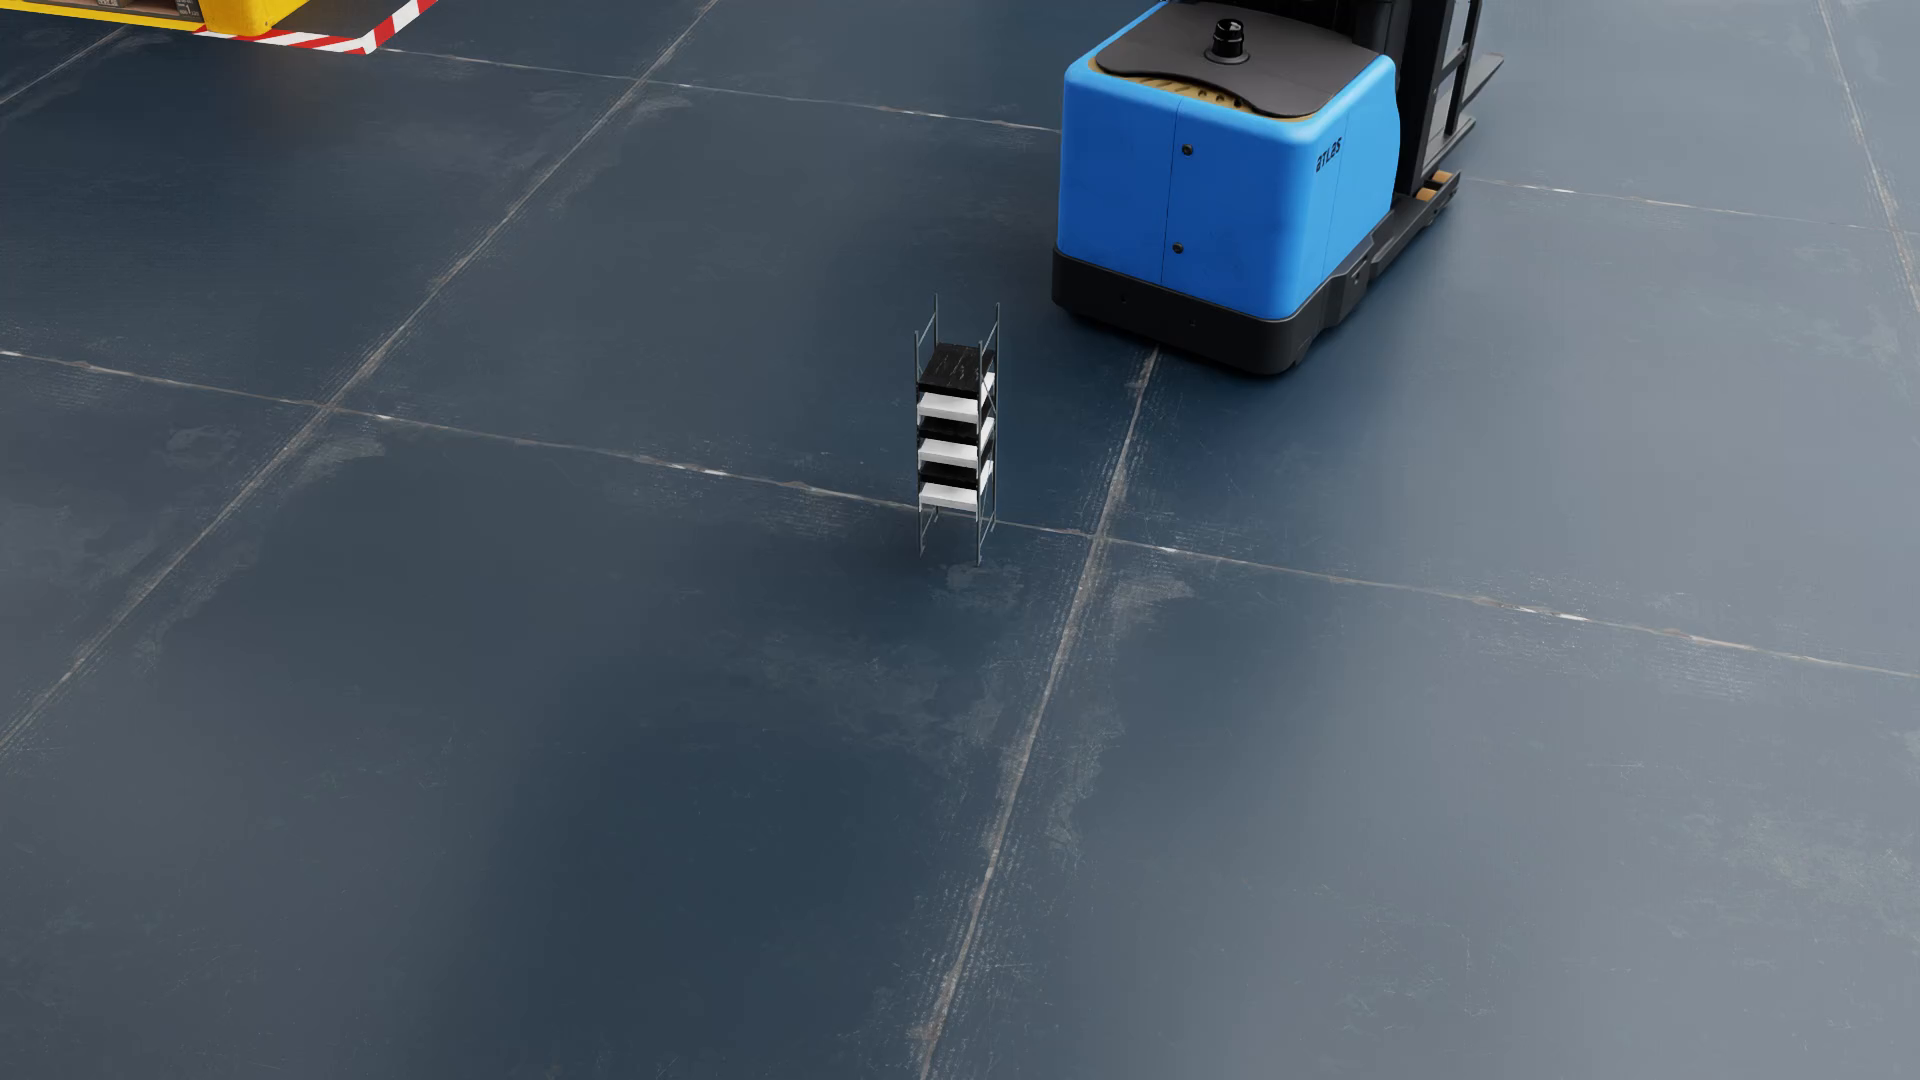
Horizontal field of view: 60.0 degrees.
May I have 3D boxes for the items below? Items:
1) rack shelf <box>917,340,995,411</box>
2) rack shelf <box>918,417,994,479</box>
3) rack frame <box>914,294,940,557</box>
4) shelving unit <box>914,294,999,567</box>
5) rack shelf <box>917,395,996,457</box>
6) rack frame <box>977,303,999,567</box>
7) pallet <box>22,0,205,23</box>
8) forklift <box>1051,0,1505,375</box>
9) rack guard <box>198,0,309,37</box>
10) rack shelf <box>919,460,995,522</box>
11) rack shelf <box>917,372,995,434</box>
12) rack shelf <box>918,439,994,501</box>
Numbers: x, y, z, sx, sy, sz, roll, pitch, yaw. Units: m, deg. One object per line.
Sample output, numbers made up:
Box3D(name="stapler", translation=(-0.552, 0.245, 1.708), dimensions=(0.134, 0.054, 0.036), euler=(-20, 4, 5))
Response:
Box3D(name="rack shelf", translation=(-0.008, -0.527, 5.310), dimensions=(0.200, 0.077, 0.258), euler=(10, 41, 11))
Box3D(name="rack shelf", translation=(-0.008, -0.320, 5.484), dimensions=(0.200, 0.077, 0.258), euler=(10, 41, 11))
Box3D(name="rack frame", translation=(-0.106, -0.363, 5.482), dimensions=(0.006, 0.900, 0.240), euler=(10, 41, 11))
Box3D(name="shelving unit", translation=(-0.008, -0.346, 5.462), dimensions=(0.210, 0.900, 0.258), euler=(10, 41, 11))
Box3D(name="rack shelf", translation=(-0.008, -0.389, 5.426), dimensions=(0.200, 0.077, 0.258), euler=(10, 41, 11))
Box3D(name="rack frame", translation=(0.090, -0.329, 5.442), dimensions=(0.006, 0.900, 0.240), euler=(10, 41, 11))
Box3D(name="pallet", translation=(-4.589, -3.321, 9.541), dimensions=(1.213, 0.211, 1.003), euler=(10, 41, 11))
Box3D(name="forklift", translation=(1.602, -2.675, 6.656), dimensions=(1.130, 2.935, 3.031), euler=(23, 45, 25))
Box3D(name="rack guard", translation=(-3.806, -3.294, 9.283), dimensions=(0.348, 0.500, 1.175), euler=(10, 41, 11))
Box3D(name="rack shelf", translation=(-0.008, -0.183, 5.599), dimensions=(0.200, 0.077, 0.258), euler=(10, 41, 11))
Box3D(name="rack shelf", translation=(-0.008, -0.458, 5.368), dimensions=(0.200, 0.077, 0.258), euler=(10, 41, 11))
Box3D(name="rack shelf", translation=(-0.008, -0.252, 5.542), dimensions=(0.200, 0.077, 0.258), euler=(10, 41, 11))
